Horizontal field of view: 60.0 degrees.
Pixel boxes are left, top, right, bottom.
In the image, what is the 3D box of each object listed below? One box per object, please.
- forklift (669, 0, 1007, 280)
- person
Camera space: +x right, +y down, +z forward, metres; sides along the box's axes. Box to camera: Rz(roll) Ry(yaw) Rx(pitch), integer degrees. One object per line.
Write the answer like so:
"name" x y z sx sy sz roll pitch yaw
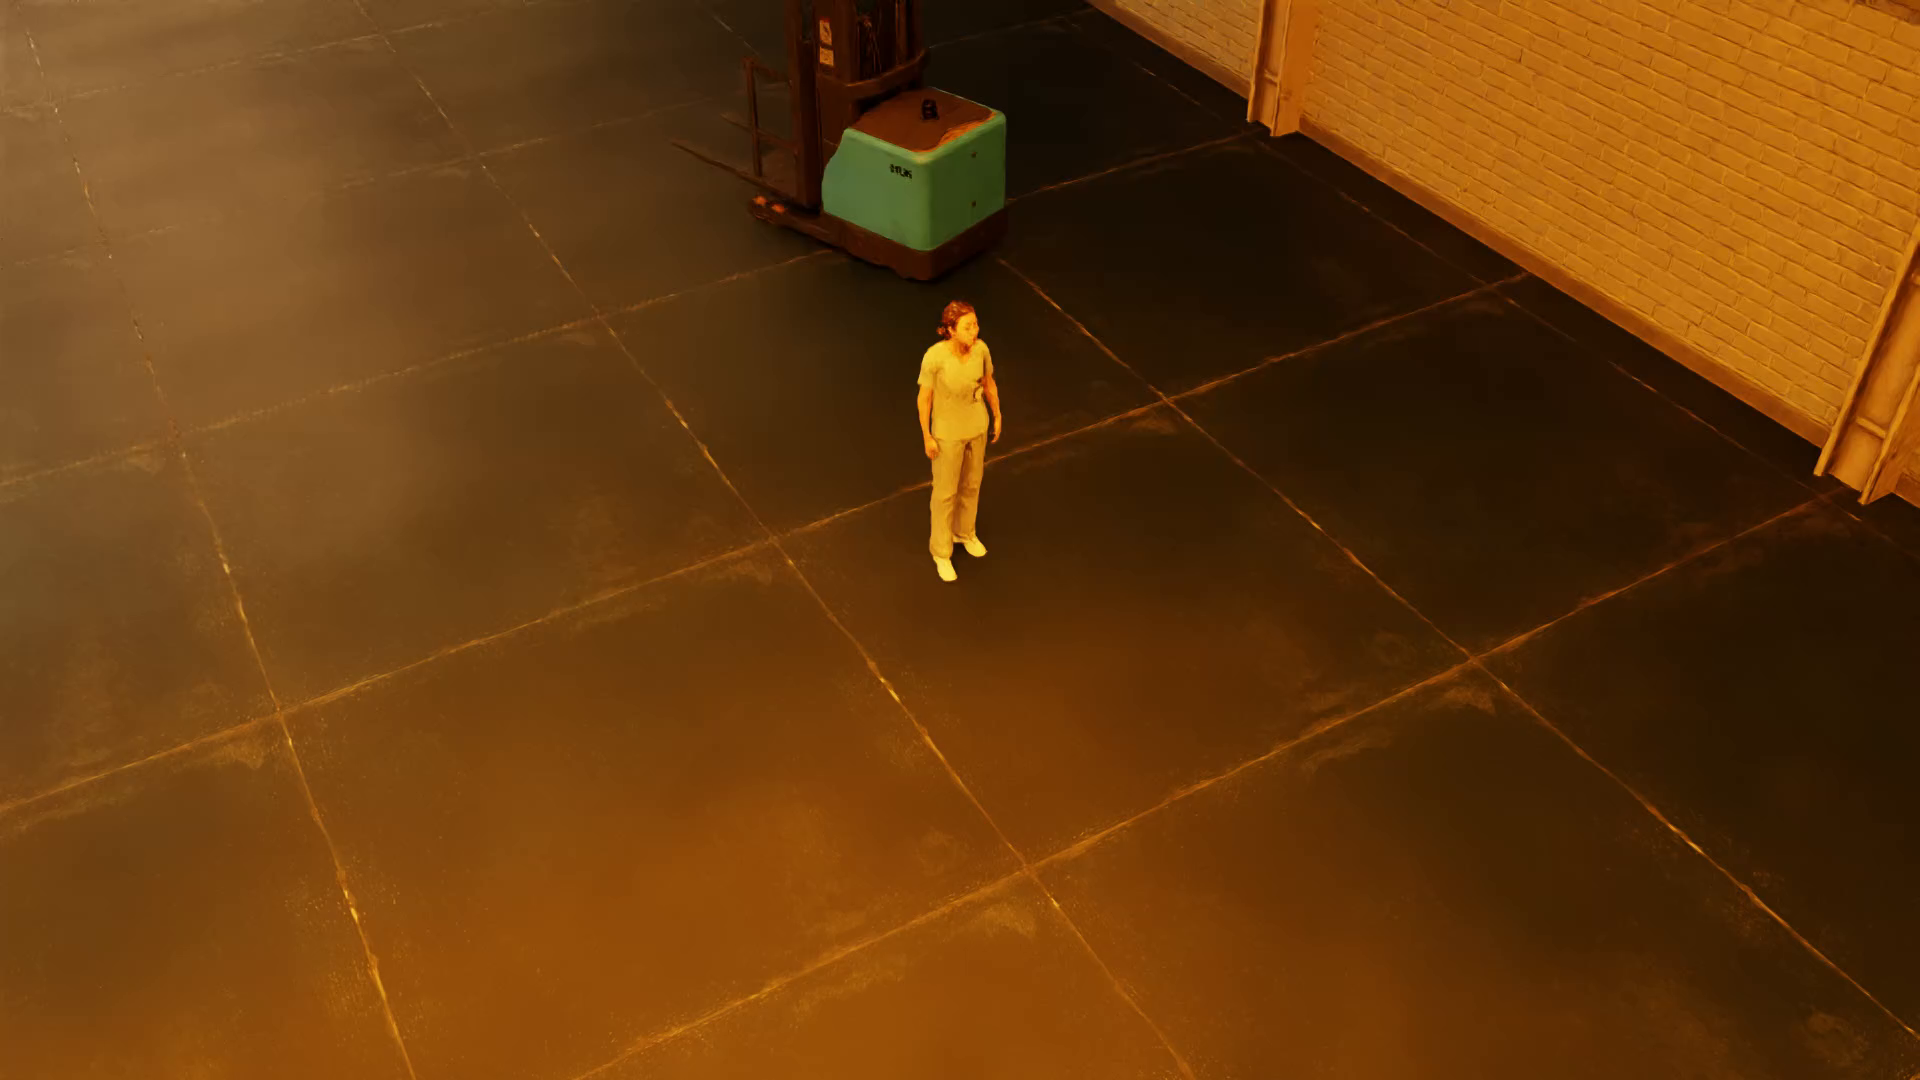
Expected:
"forklift" -1.086 -3.889 12.725 3.031 2.935 1.130 28 47 30
"person" 0.026 -0.602 9.741 0.550 1.665 0.548 -20 44 -23
